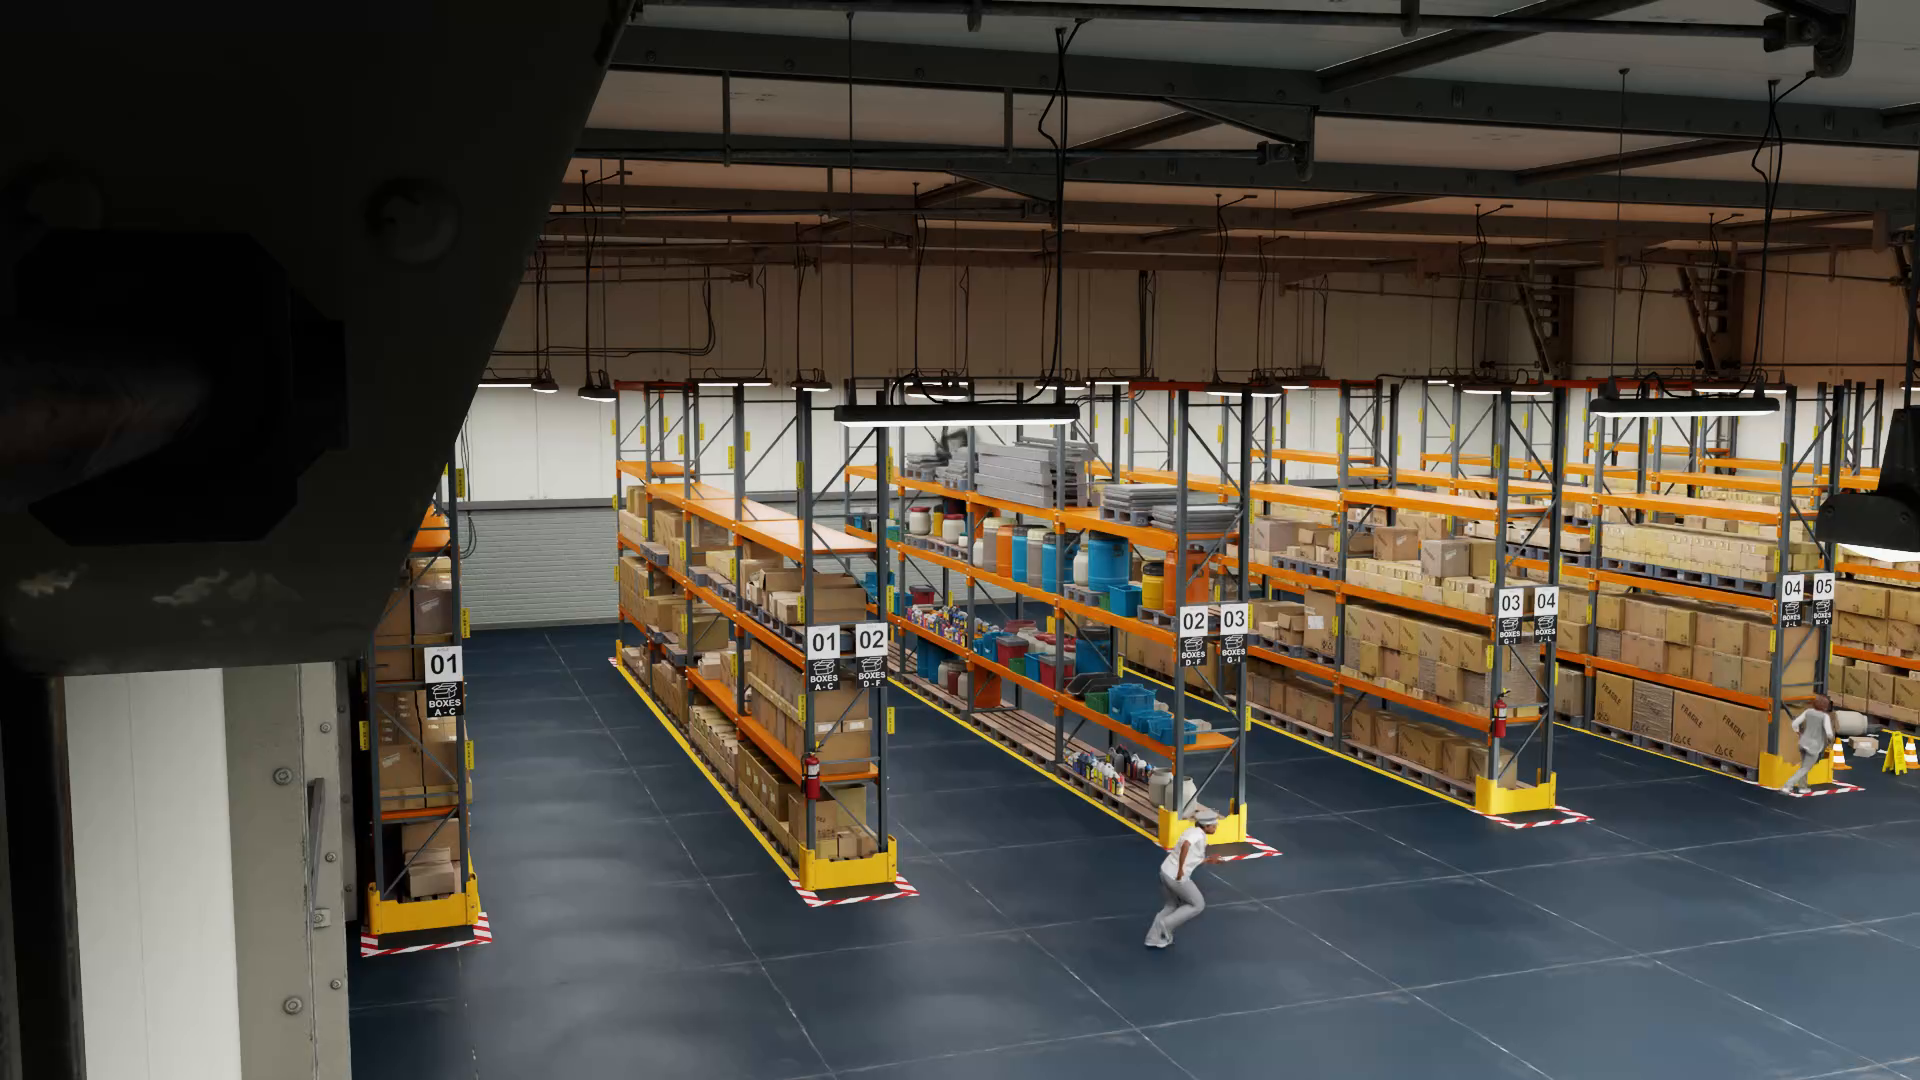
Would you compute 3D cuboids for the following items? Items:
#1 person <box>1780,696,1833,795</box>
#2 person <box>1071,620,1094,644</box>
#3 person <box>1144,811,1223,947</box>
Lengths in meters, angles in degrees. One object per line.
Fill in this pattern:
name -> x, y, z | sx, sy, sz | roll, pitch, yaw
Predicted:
person -> 12.339, 3.014, 24.101 | 0.799, 1.529, 0.657 | -3, 7, -25
person -> 2.346, 2.303, 30.694 | 0.840, 1.701, 0.693 | 3, 7, 27
person -> 2.444, 3.692, 17.987 | 0.855, 1.488, 0.604 | -1, 6, -7
